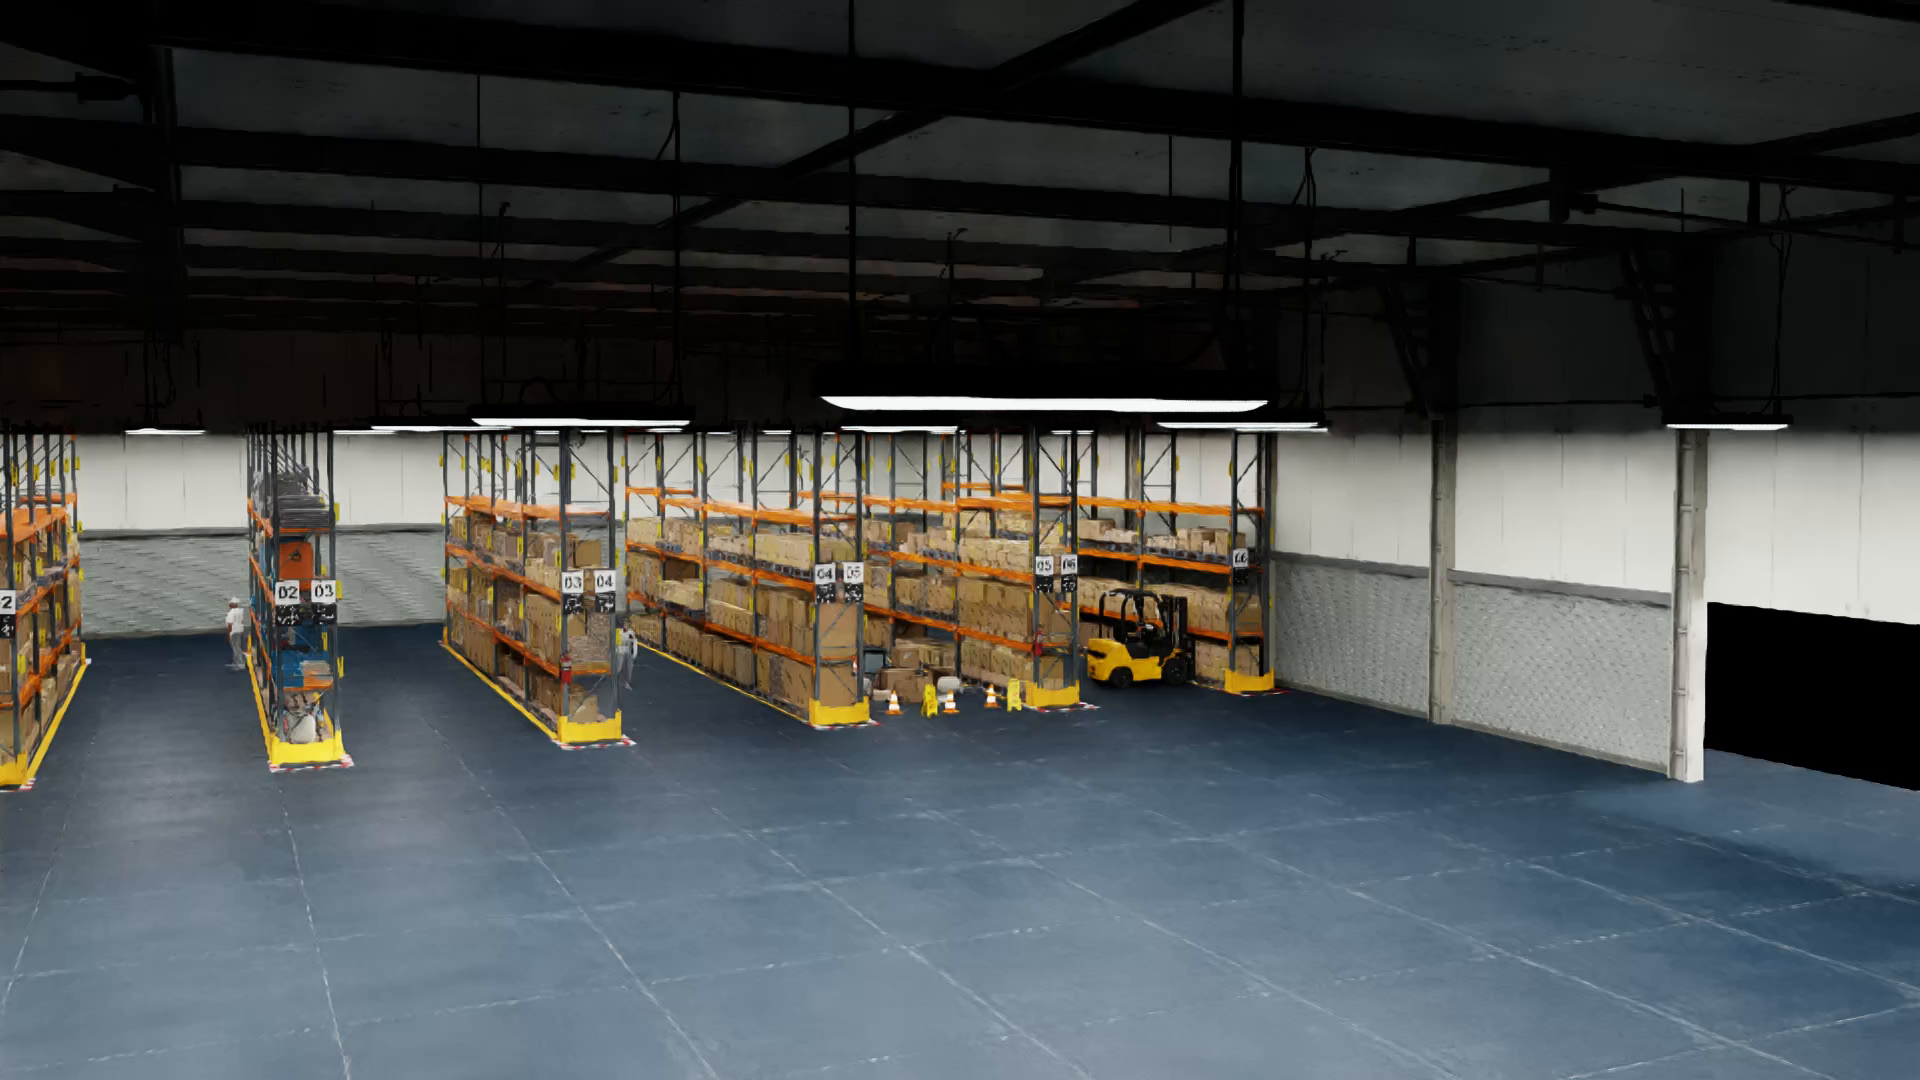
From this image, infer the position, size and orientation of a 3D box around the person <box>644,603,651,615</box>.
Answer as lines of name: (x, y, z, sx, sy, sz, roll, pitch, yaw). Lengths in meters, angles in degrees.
person: (-9.981, 1.539, 52.557, 0.627, 1.774, 0.487, 2, 4, 30)

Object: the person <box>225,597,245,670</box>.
person: (-17.803, 2.279, 40.789, 0.587, 1.763, 0.677, 0, 4, -2)

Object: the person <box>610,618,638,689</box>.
person: (-7.598, 2.565, 37.602, 0.639, 1.632, 0.512, -2, 4, -26)
